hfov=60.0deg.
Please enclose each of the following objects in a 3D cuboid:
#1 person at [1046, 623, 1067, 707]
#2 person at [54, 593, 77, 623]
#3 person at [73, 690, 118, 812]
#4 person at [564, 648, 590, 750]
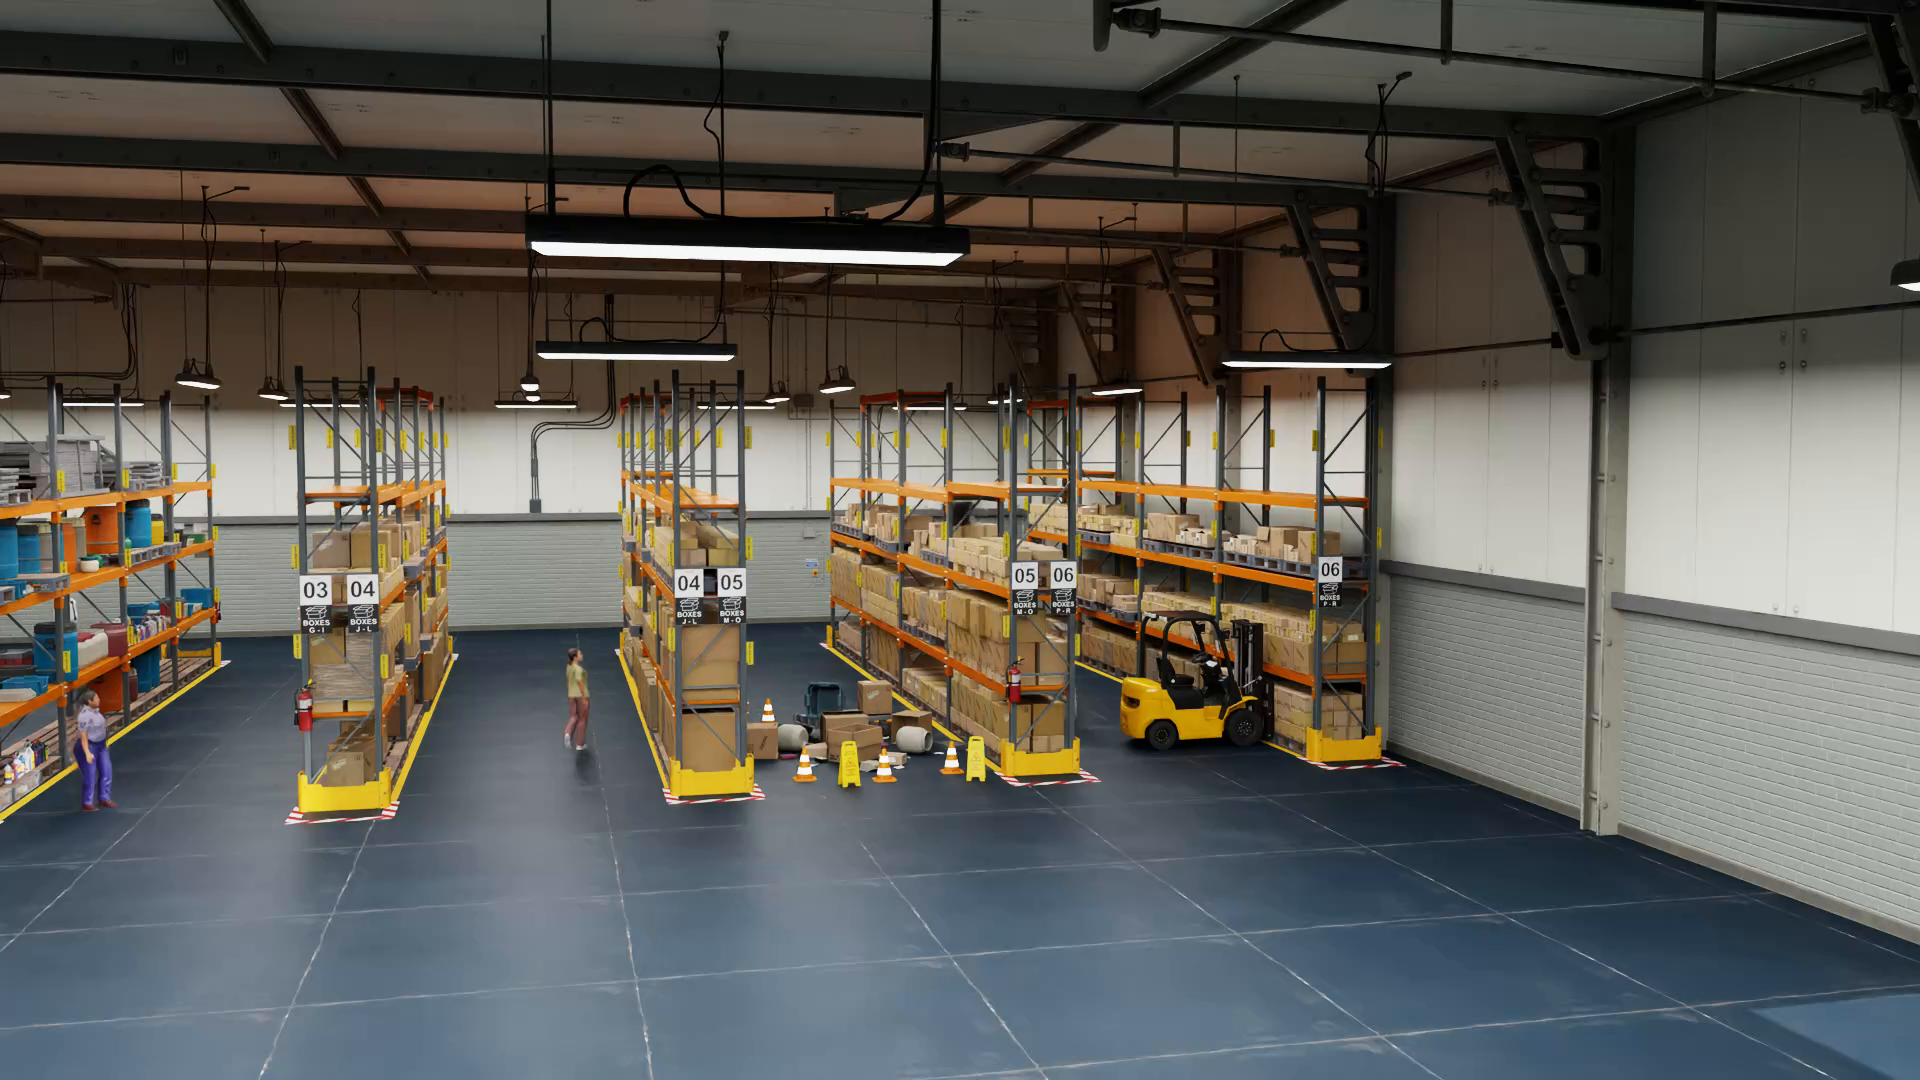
[{"bbox_3d":[1.678,2.351,29.765,0.586,1.752,0.762,-3,4,-39],"label":"person"},{"bbox_3d":[-20.588,1.877,38.300,0.450,1.657,0.781,-1,4,-21],"label":"person"},{"bbox_3d":[-11.758,2.850,22.542,0.396,1.647,0.556,1,3,12],"label":"person"},{"bbox_3d":[-6.182,2.559,26.781,0.446,1.659,0.523,1,4,20],"label":"person"}]
